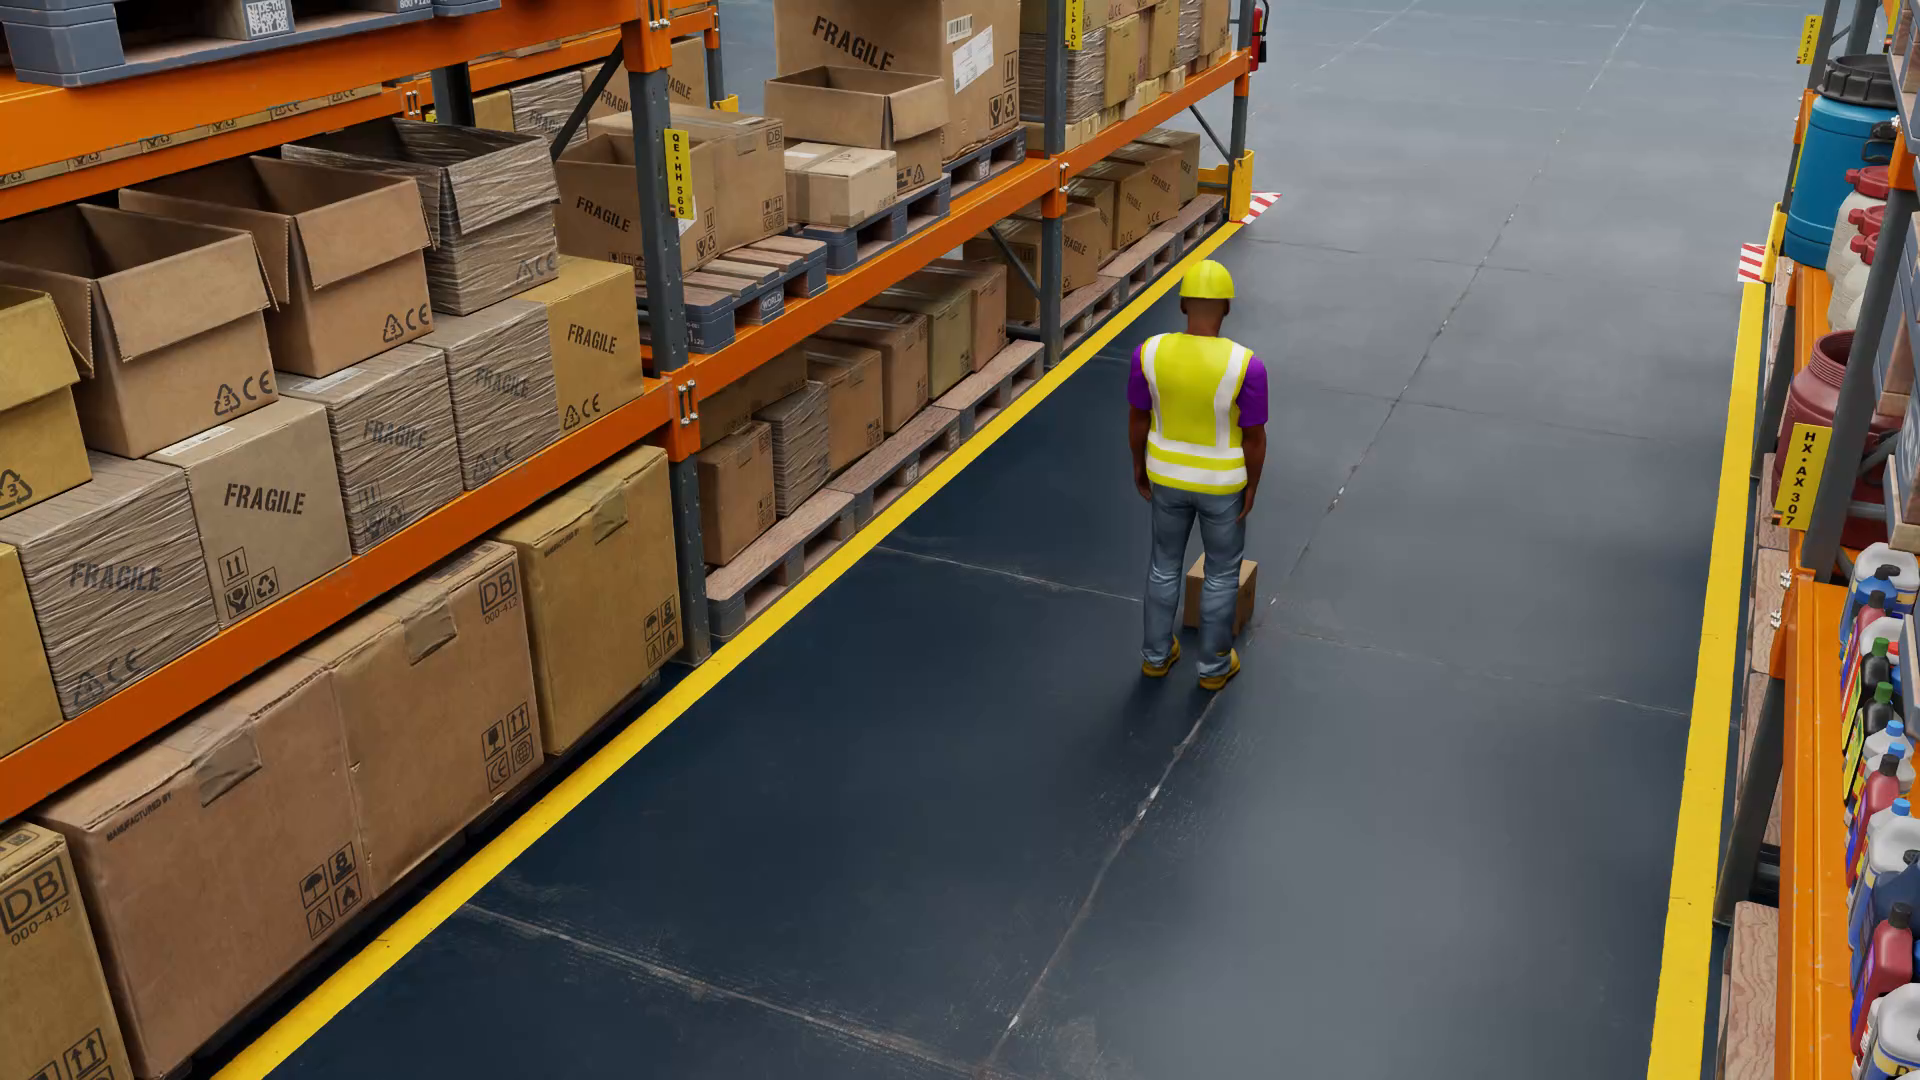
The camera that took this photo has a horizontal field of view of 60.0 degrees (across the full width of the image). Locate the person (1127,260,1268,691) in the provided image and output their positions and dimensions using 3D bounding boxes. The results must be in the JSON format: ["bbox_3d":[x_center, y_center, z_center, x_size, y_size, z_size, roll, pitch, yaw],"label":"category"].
[{"bbox_3d":[0.933,-0.249,6.601,0.566,1.760,0.365,12,28,23],"label":"person"}]
